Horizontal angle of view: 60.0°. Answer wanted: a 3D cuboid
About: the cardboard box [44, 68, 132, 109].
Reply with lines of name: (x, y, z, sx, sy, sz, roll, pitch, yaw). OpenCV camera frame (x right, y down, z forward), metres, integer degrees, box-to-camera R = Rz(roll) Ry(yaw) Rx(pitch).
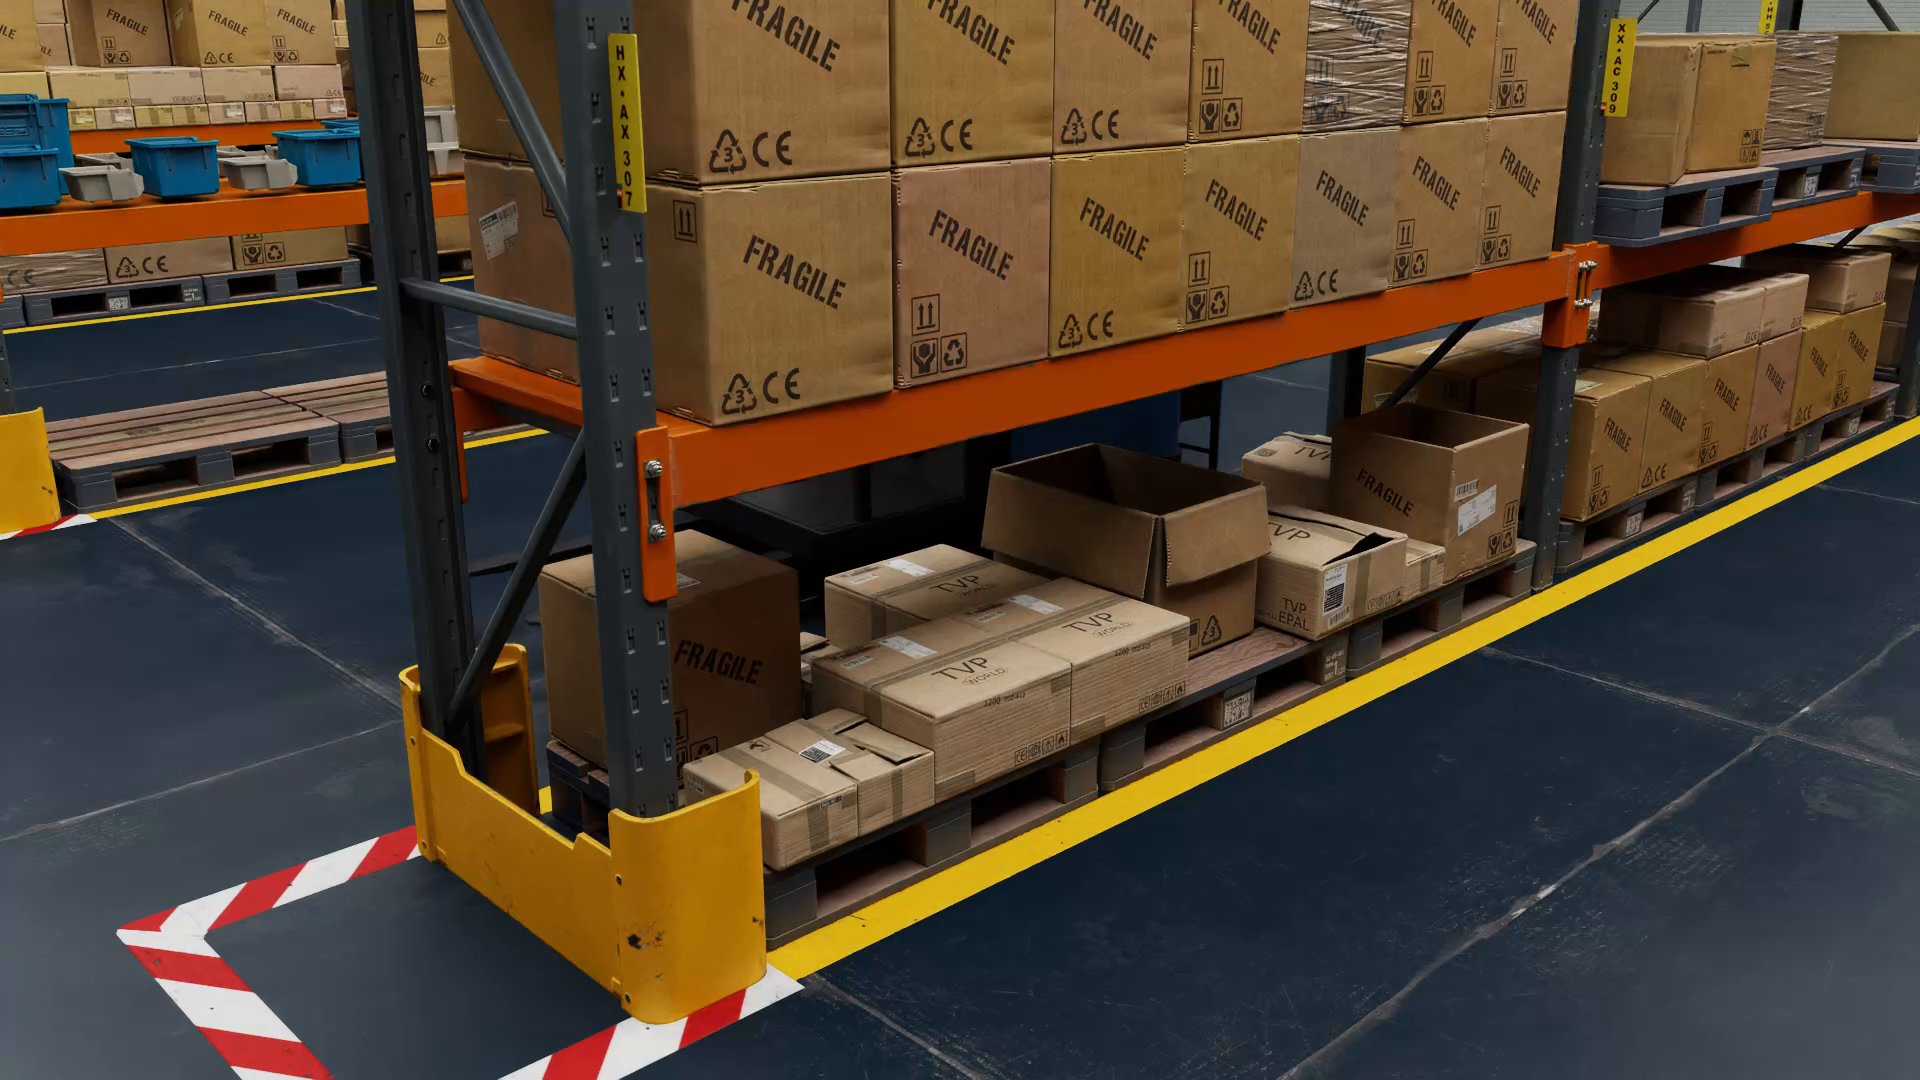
cardboard box: (-6.157, -3.159, 11.624, 0.500, 0.250, 0.500, -17, 24, -42)

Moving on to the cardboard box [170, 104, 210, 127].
cardboard box: (-5.645, -3.090, 12.059, 0.250, 0.149, 0.380, -16, 24, -40)

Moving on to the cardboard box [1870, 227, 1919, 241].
cardboard box: (6.127, -1.841, 10.667, 0.500, 0.311, 0.500, -15, 23, -39)

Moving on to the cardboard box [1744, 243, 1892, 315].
cardboard box: (4.252, -1.306, 8.273, 0.500, 0.250, 0.500, -15, 23, -39)

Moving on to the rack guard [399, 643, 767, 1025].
rack guard: (-0.949, 0.676, 4.091, 0.348, 0.500, 1.175, -16, 24, -41)

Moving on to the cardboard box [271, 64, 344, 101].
cardboard box: (-5.042, -3.484, 12.627, 0.500, 0.250, 0.500, -17, 24, -42)

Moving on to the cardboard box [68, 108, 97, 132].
cardboard box: (-6.207, -2.926, 11.554, 0.250, 0.149, 0.380, -17, 25, -42)

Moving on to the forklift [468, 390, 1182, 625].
forklift: (-0.483, -1.295, 6.228, 3.031, 2.935, 1.130, -15, 23, -39)

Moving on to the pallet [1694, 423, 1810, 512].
pallet: (3.354, -0.459, 8.059, 1.213, 0.211, 1.003, -16, 24, -41)

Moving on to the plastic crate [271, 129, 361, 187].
plastic crate: (-3.043, -1.815, 7.892, 0.300, 0.233, 0.416, -16, 24, -41)

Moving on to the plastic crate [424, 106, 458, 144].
plastic crate: (-2.735, -2.146, 8.834, 0.530, 0.282, 0.437, -16, 24, -41)

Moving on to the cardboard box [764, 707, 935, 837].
cardboard box: (-0.283, 0.576, 4.224, 0.250, 0.166, 0.380, -16, 24, -41)

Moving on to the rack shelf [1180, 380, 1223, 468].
rack shelf: (0.886, -0.584, 7.677, 0.480, 0.518, 0.431, -15, 23, -41)

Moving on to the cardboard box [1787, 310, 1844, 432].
cardboard box: (3.914, -0.852, 8.090, 0.500, 0.500, 0.500, 17, 24, 42)

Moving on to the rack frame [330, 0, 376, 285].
rack frame: (-4.901, -3.566, 13.119, 0.127, 3.000, 1.000, -16, 24, -41)

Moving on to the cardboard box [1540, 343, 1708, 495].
cardboard box: (2.801, -0.529, 7.091, 0.500, 0.500, 0.500, -16, 24, -40)

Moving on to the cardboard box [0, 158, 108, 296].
cardboard box: (-6.737, -2.254, 11.836, 0.875, 0.875, 0.875, -16, 24, -41)

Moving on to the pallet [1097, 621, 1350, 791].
pallet: (0.516, 0.387, 5.450, 1.213, 0.211, 1.003, -16, 24, -41)

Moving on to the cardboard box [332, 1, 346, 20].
cardboard box: (-8.318, -7.067, 22.591, 0.500, 0.500, 0.500, 17, 25, 42)

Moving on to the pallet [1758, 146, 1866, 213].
pallet: (3.398, -1.688, 7.639, 1.213, 0.211, 1.003, -16, 24, -41)

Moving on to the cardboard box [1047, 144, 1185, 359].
cardboard box: (0.237, -0.796, 4.415, 0.500, 0.500, 0.500, -16, 24, -41)

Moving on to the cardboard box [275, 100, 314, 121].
cardboard box: (-5.085, -3.254, 12.564, 0.250, 0.149, 0.380, -16, 24, -40)

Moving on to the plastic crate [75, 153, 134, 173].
plastic crate: (-3.937, -1.725, 7.771, 0.243, 0.136, 0.396, -16, 24, -41)

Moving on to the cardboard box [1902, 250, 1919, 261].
cardboard box: (5.767, -1.510, 9.645, 0.500, 0.311, 0.500, -17, 25, -42)

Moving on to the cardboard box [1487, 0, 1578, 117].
cardboard box: (1.712, -1.703, 5.591, 0.500, 0.500, 0.500, -16, 24, -41)

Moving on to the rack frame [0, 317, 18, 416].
rack frame: (-4.405, -1.608, 7.082, 0.127, 3.000, 1.000, -16, 24, -41)

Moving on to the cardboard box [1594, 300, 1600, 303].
cardboard box: (3.537, -0.963, 8.431, 0.500, 0.500, 0.500, -17, 24, -42)

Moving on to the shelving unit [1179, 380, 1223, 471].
shelving unit: (0.897, -1.266, 7.467, 0.503, 2.100, 0.431, -15, 23, -41)

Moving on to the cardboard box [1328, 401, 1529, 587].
cardboard box: (1.683, -0.181, 6.019, 0.500, 0.500, 0.500, -16, 24, -41)

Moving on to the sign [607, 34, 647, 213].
sign: (-0.632, -0.788, 3.147, 0.005, 0.325, 0.100, -16, 24, -41)

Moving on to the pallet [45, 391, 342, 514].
pallet: (-3.779, -0.448, 8.024, 1.213, 0.211, 1.003, -16, 24, -41)

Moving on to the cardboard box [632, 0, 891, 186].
cardboard box: (-0.501, -1.056, 3.594, 0.500, 0.500, 0.500, -15, 23, -39)

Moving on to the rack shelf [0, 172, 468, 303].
rack shelf: (-2.952, -1.690, 8.500, 4.000, 0.370, 1.077, -16, 24, -41)

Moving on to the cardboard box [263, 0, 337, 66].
cardboard box: (-5.052, -3.835, 12.496, 0.500, 0.500, 0.500, -15, 23, -39)

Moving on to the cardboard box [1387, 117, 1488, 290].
cardboard box: (1.341, -1.120, 5.412, 0.500, 0.500, 0.500, -15, 23, -39)

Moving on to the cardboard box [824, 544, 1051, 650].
cardboard box: (-0.068, 0.236, 5.137, 0.500, 0.250, 0.500, -16, 24, -41)

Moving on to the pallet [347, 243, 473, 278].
pallet: (-4.393, -2.420, 14.106, 1.213, 0.211, 1.003, -16, 24, -41)

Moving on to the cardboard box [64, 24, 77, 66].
cardboard box: (-8.393, -4.722, 16.041, 0.500, 0.500, 0.500, -16, 24, -41)

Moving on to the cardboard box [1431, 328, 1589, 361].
cardboard box: (2.429, -0.637, 7.425, 0.500, 0.500, 0.500, -16, 24, -41)

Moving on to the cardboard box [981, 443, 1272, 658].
cardboard box: (0.540, 0.032, 5.355, 0.637, 0.503, 0.797, -16, 24, -41)

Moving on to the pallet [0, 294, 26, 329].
pallet: (-7.281, -1.579, 11.512, 1.213, 0.211, 1.003, -16, 24, -41)

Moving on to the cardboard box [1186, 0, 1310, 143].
cardboard box: (0.609, -1.381, 4.597, 0.500, 0.500, 0.500, -17, 24, -41)

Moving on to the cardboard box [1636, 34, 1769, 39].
cardboard box: (3.143, -1.981, 7.387, 0.700, 0.500, 0.500, 11, 21, 30)

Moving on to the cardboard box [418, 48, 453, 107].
cardboard box: (-4.395, -3.655, 13.232, 0.500, 0.500, 0.500, -16, 24, -41)

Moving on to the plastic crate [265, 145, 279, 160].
plastic crate: (-3.328, -1.914, 8.356, 0.250, 0.136, 0.298, -16, 24, -41)

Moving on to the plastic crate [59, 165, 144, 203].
plastic crate: (-3.709, -1.539, 7.199, 0.298, 0.136, 0.250, -16, 24, -41)

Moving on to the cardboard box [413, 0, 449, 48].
cardboard box: (-4.443, -4.228, 13.372, 0.637, 0.503, 0.797, -17, 25, -42)

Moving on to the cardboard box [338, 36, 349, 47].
cardboard box: (-6.499, -5.233, 17.505, 0.250, 0.149, 0.380, -17, 24, -42)
